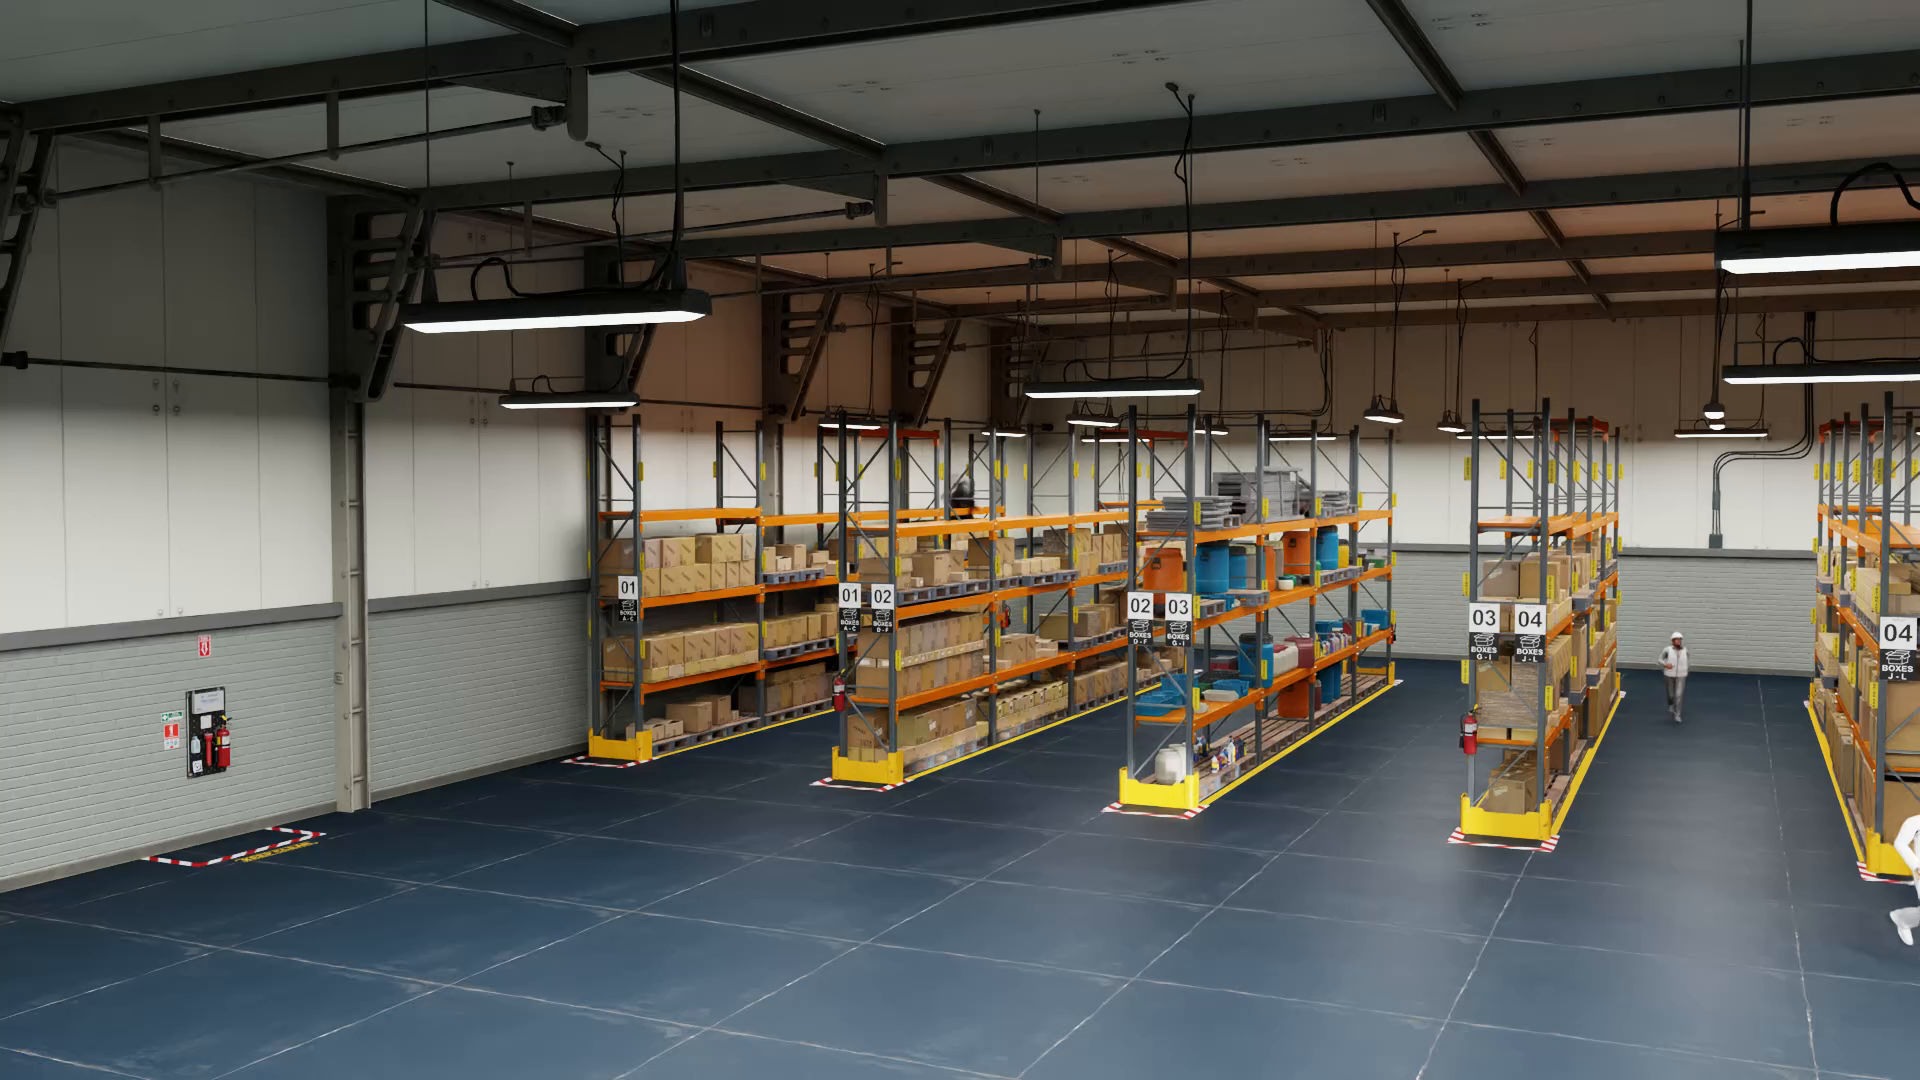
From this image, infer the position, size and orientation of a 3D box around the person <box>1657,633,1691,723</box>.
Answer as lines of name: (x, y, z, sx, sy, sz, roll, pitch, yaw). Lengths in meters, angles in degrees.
person: (14.416, 2.749, 33.550, 0.654, 1.778, 0.836, 1, 2, 14)

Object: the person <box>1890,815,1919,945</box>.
person: (9.856, 3.419, 16.940, 0.712, 1.776, 0.860, -1, 2, -16)

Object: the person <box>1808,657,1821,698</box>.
person: (18.995, 2.725, 36.355, 0.768, 1.635, 0.659, 1, 3, 24)
